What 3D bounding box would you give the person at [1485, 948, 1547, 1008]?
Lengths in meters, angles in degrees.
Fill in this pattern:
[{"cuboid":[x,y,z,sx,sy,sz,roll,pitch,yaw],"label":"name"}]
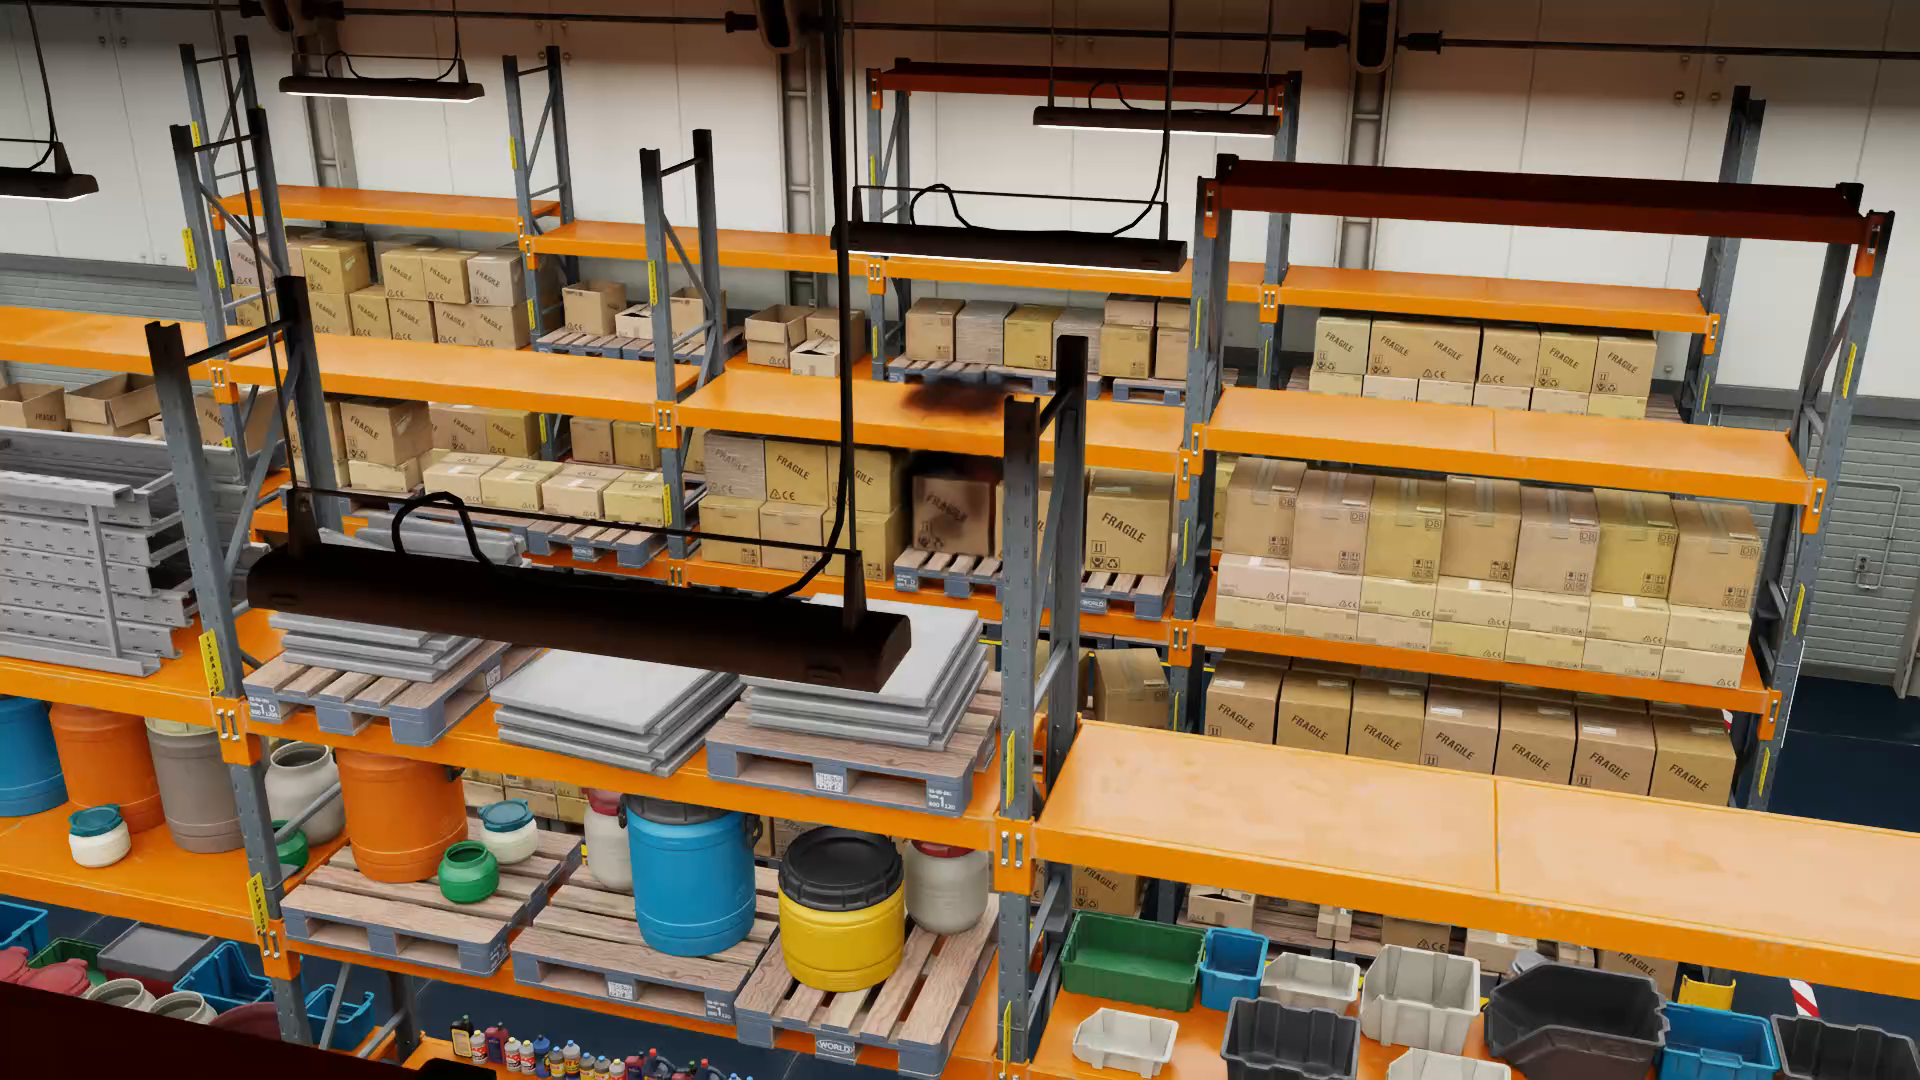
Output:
[{"cuboid":[3.436,3.330,10.538,0.474,1.695,0.335,-3,23,-6],"label":"person"}]
